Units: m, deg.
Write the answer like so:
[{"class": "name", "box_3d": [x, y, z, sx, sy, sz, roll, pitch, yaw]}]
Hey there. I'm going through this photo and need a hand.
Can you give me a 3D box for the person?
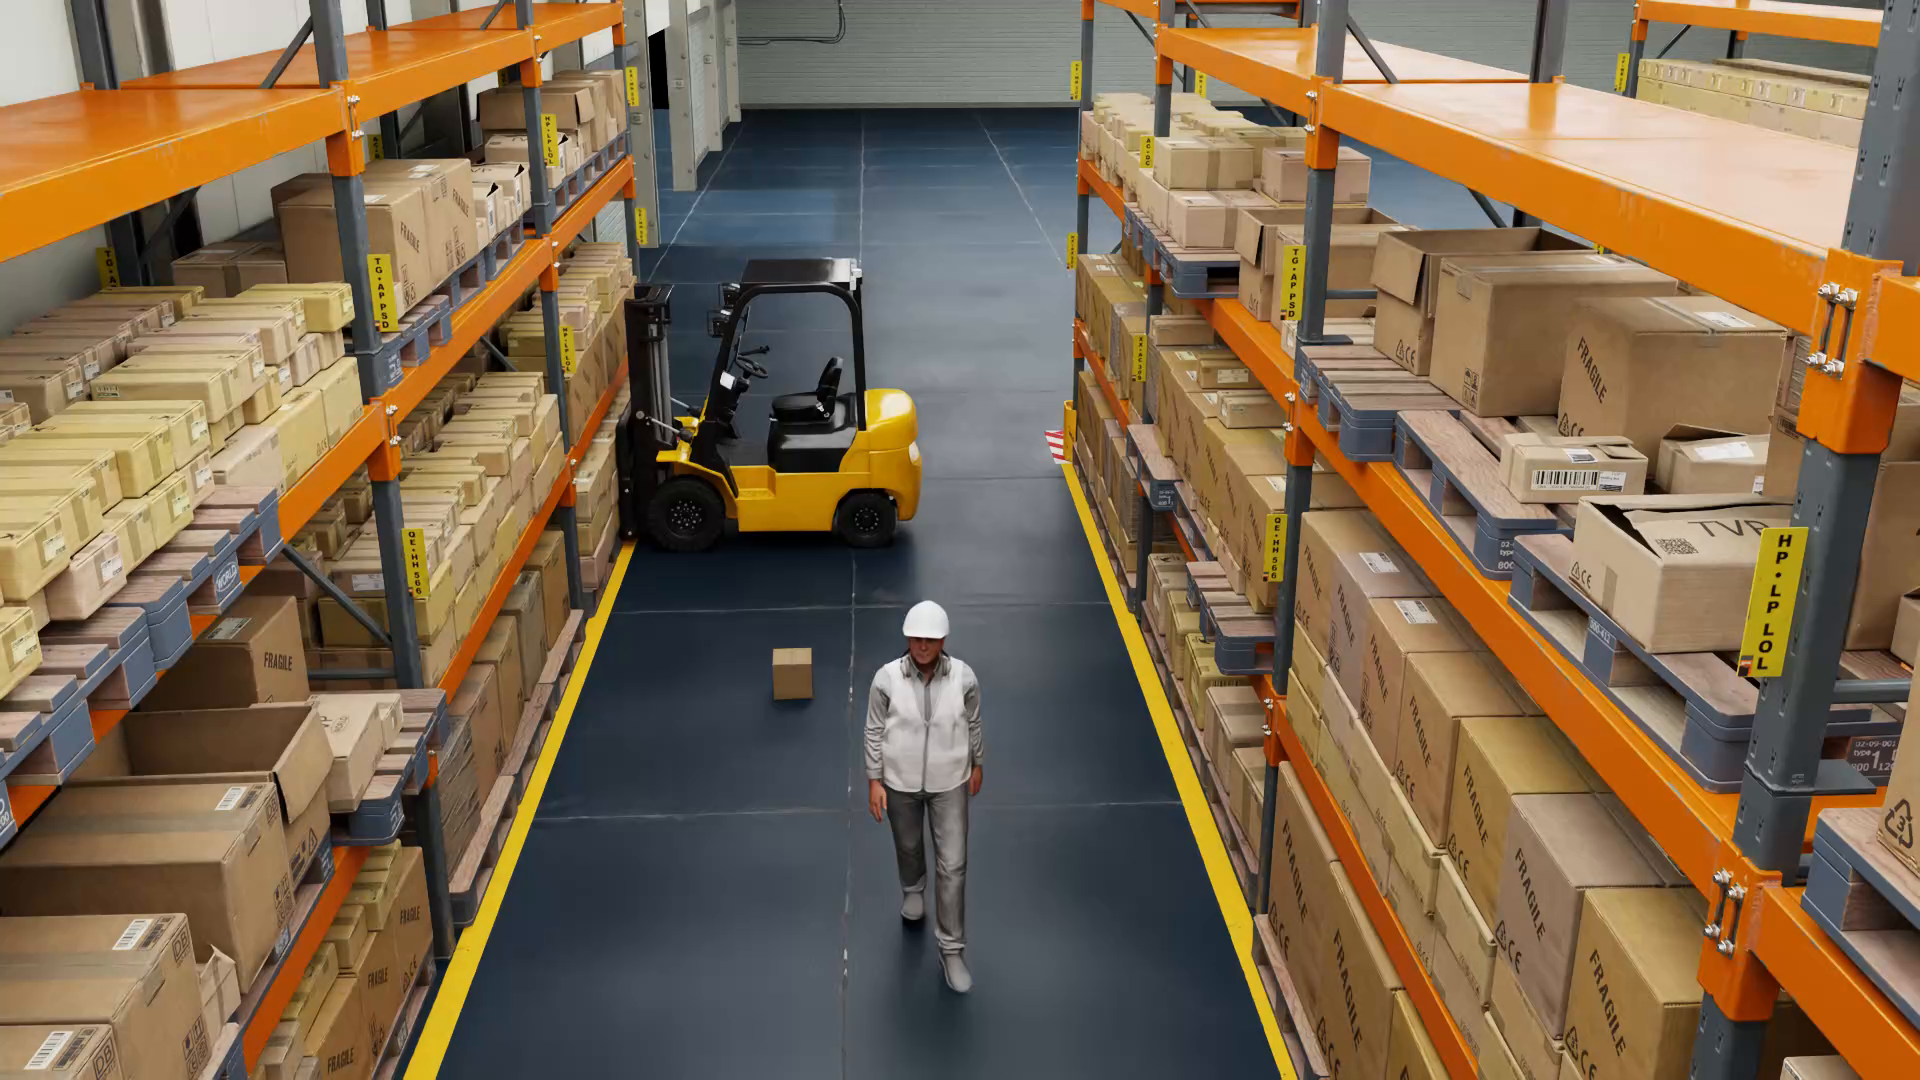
[{"class": "person", "box_3d": [-0.170, 1.160, 7.882, 0.572, 1.764, 0.877, 0, 20, 0]}]
